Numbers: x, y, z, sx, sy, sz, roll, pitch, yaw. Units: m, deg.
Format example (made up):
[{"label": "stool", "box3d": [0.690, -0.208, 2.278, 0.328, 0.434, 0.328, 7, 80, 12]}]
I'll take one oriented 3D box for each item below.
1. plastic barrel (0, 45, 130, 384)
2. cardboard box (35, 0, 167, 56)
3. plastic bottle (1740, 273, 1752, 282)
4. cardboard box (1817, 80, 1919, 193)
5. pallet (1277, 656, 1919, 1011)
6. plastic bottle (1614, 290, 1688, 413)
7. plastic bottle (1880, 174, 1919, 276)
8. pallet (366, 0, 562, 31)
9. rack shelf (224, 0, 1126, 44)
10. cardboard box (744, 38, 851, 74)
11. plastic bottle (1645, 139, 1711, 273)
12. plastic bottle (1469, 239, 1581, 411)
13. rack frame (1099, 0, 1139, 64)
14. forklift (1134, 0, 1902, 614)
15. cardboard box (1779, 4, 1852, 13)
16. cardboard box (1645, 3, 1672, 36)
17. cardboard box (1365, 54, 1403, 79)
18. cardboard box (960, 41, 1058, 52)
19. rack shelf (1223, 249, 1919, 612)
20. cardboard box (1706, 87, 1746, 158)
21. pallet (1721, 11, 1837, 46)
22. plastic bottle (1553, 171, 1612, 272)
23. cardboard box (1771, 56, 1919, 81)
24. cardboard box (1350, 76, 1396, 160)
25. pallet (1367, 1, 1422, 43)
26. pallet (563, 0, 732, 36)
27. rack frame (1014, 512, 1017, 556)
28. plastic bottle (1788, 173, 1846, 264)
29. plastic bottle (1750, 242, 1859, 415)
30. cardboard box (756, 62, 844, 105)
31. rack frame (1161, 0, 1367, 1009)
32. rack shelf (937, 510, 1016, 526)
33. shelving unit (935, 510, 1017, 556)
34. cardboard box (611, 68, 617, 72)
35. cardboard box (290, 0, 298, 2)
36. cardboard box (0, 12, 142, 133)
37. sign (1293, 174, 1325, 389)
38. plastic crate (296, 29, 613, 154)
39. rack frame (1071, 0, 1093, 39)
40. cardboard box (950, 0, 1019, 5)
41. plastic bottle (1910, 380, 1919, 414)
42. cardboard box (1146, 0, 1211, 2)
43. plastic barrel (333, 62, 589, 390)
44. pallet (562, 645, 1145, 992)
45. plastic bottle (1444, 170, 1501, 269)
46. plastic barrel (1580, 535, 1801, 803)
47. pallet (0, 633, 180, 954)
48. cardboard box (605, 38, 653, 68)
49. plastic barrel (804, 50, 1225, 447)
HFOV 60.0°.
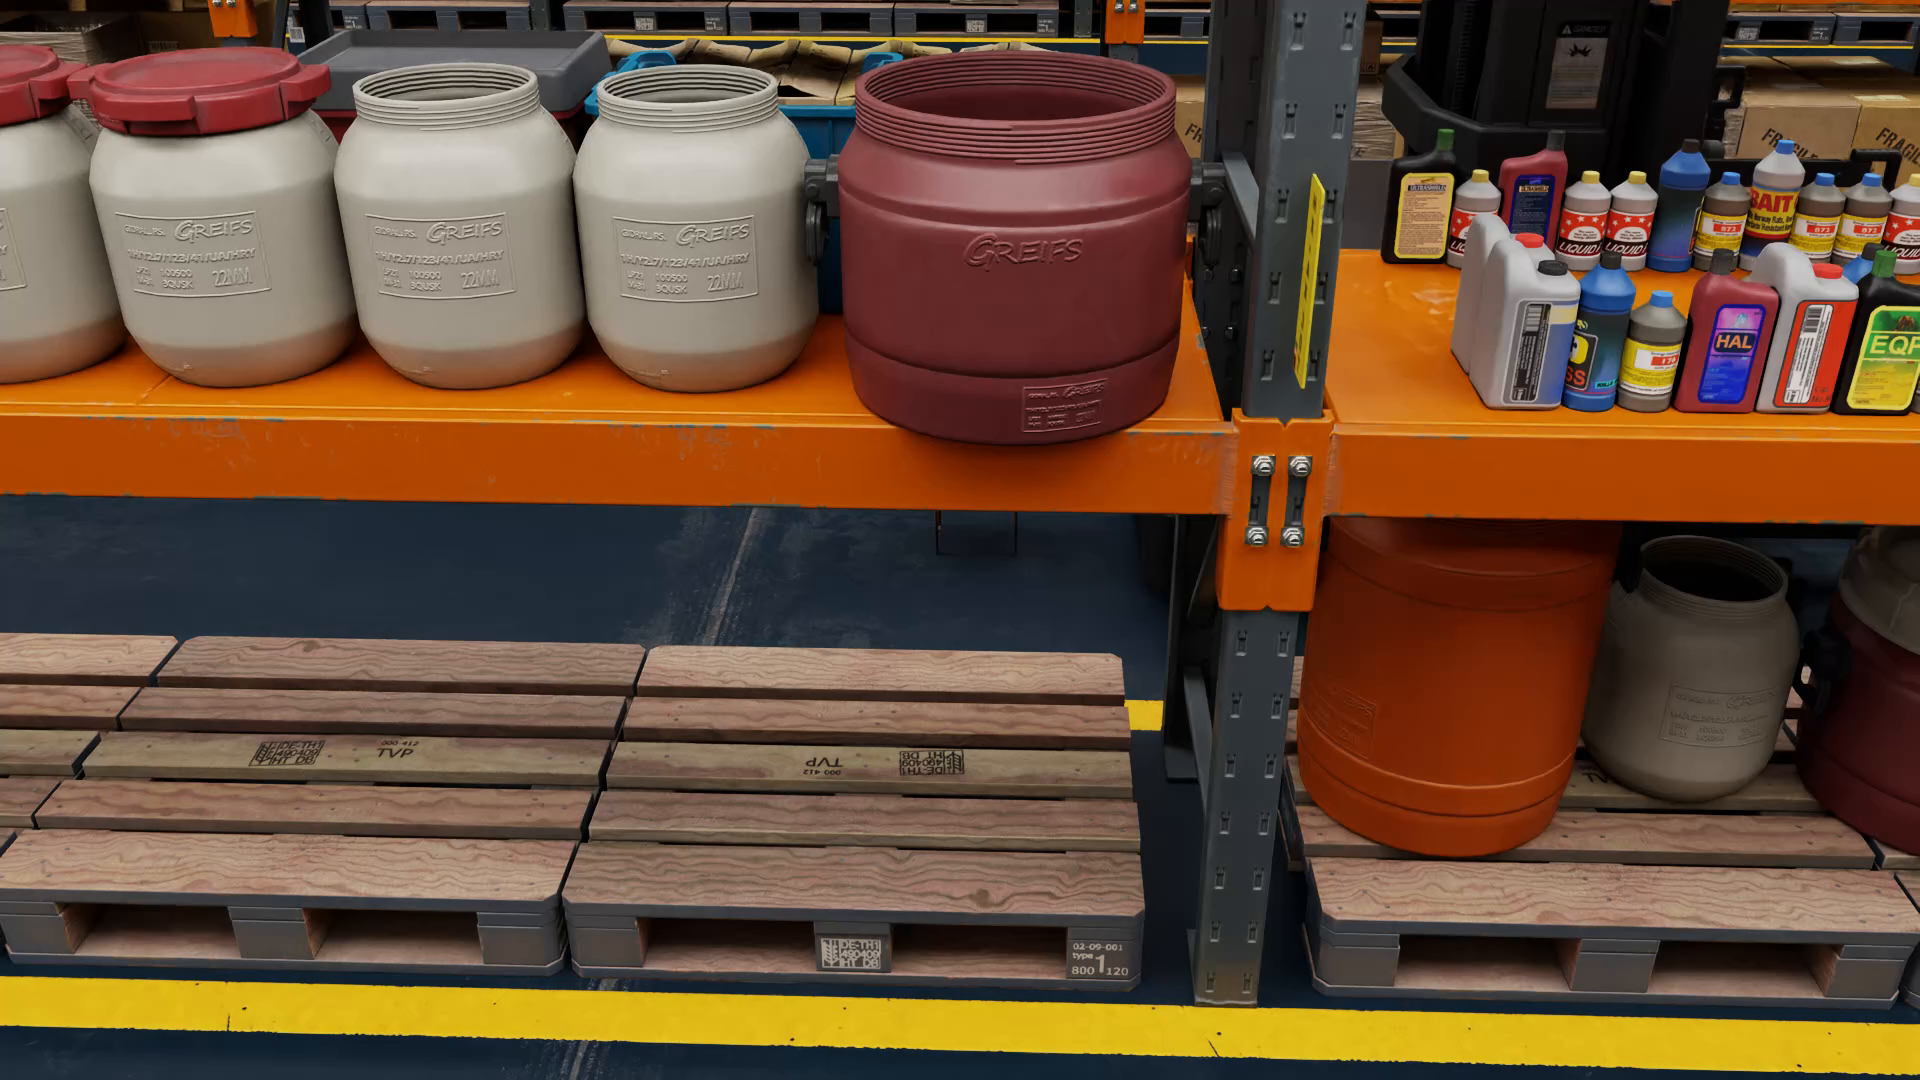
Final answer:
[{"label": "plastic barrel", "box3d": [-1.750, -0.590, 3.015, 0.433, 0.535, 0.433, 0, 28, 0]}, {"label": "cardboard box", "box3d": [-4.205, -2.439, 8.336, 0.500, 0.500, 0.500, 1, 28, 2]}, {"label": "plastic bottle", "box3d": [1.435, -0.399, 3.012, 0.097, 0.201, 0.097, 0, 28, 0]}, {"label": "cardboard box", "box3d": [4.239, -1.810, 7.662, 0.500, 0.500, 0.500, 1, 28, 2]}, {"label": "pallet", "box3d": [1.356, 0.631, 3.833, 1.213, 0.211, 1.003, 1, 28, 2]}, {"label": "plastic bottle", "box3d": [1.199, -0.332, 2.885, 0.097, 0.201, 0.097, 0, 28, 0]}, {"label": "plastic bottle", "box3d": [2.012, -0.674, 3.531, 0.097, 0.201, 0.097, 0, 28, 0]}, {"label": "pallet", "box3d": [-3.754, -4.060, 12.683, 1.213, 0.211, 1.003, 1, 28, 2]}, {"label": "rack shelf", "box3d": [-1.254, -2.628, 7.773, 4.000, 0.370, 1.077, 1, 28, 2]}, {"label": "cardboard box", "box3d": [-0.803, -2.291, 8.258, 0.500, 0.311, 0.500, 0, 28, 0]}, {"label": "plastic bottle", "box3d": [1.525, -0.713, 3.529, 0.097, 0.271, 0.097, 0, 28, 0]}, {"label": "plastic bottle", "box3d": [0.987, -0.381, 2.898, 0.135, 0.276, 0.152, 1, 28, 2]}, {"label": "rack frame", "box3d": [0.745, -2.913, 7.542, 0.127, 3.000, 1.000, 1, 28, 2]}, {"label": "forklift", "box3d": [2.064, -1.311, 4.593, 3.031, 2.935, 1.130, 1, 28, 1]}, {"label": "cardboard box", "box3d": [6.159, -4.176, 12.146, 0.500, 0.500, 0.700, 1, 28, 1]}, {"label": "cardboard box", "box3d": [3.268, -2.406, 7.985, 0.500, 0.250, 0.500, 1, 28, 2]}, {"label": "cardboard box", "box3d": [2.205, -2.088, 8.186, 0.500, 0.500, 0.500, 0, 28, 0]}, {"label": "cardboard box", "box3d": [0.232, -2.277, 8.232, 0.500, 0.311, 0.500, 2, 28, 4]}, {"label": "rack shelf", "box3d": [2.565, -0.243, 3.274, 4.000, 0.370, 1.077, 1, 28, 2]}, {"label": "cardboard box", "box3d": [3.244, -1.831, 7.701, 0.500, 0.500, 0.500, 1, 28, 2]}, {"label": "pallet", "box3d": [5.671, -3.884, 12.351, 1.213, 0.211, 1.003, 1, 28, 2]}, {"label": "plastic bottle", "box3d": [1.331, -0.685, 3.552, 0.097, 0.201, 0.097, 0, 28, 0]}, {"label": "cardboard box", "box3d": [4.267, -2.058, 8.130, 0.500, 0.500, 0.500, 0, 28, -1]}, {"label": "cardboard box", "box3d": [1.713, -1.855, 7.746, 0.500, 0.500, 0.500, 0, 28, 0]}, {"label": "pallet", "box3d": [2.917, -3.930, 12.437, 1.213, 0.211, 1.003, 1, 28, 2]}, {"label": "pallet", "box3d": [-2.304, -4.053, 12.671, 1.213, 0.211, 1.003, 1, 28, 2]}, {"label": "rack frame", "box3d": [0.175, -0.461, 4.999, 0.008, 1.050, 0.200, 1, 28, 2]}, {"label": "plastic bottle", "box3d": [1.817, -0.677, 3.537, 0.097, 0.201, 0.097, 0, 28, 0]}, {"label": "plastic bottle", "box3d": [1.450, -0.373, 2.884, 0.135, 0.276, 0.152, 1, 28, 2]}, {"label": "cardboard box", "box3d": [-0.811, -2.040, 7.784, 0.500, 0.311, 0.500, 1, 28, 1]}, {"label": "rack frame", "box3d": [0.566, -0.594, 3.168, 0.127, 3.000, 1.000, 1, 28, 2]}, {"label": "rack shelf", "box3d": [0.053, -0.208, 5.138, 0.240, 0.259, 0.215, 1, 28, 2]}, {"label": "shelving unit", "box3d": [0.053, -0.463, 5.002, 0.252, 1.050, 0.215, 1, 28, 2]}, {"label": "cardboard box", "box3d": [-1.831, -2.055, 7.813, 0.500, 0.311, 0.500, 0, 28, 0]}, {"label": "cardboard box", "box3d": [-5.090, -4.355, 12.462, 0.500, 0.500, 0.700, -1, 28, -1]}, {"label": "cardboard box", "box3d": [-4.223, -2.200, 7.884, 0.500, 0.500, 0.500, 1, 28, 2]}, {"label": "sign", "box3d": [0.554, -0.409, 2.644, 0.005, 0.325, 0.100, 1, 28, 2]}, {"label": "plastic crate", "box3d": [-1.038, -0.792, 3.474, 0.583, 0.464, 0.402, 1, 28, 2]}, {"label": "rack frame", "box3d": [0.916, -5.231, 11.916, 0.127, 3.000, 1.000, 1, 28, 2]}, {"label": "cardboard box", "box3d": [0.194, -4.309, 12.375, 0.500, 0.500, 0.700, 1, 28, 3]}, {"label": "plastic bottle", "box3d": [1.698, -0.323, 2.869, 0.097, 0.201, 0.097, 0, 28, 0]}, {"label": "cardboard box", "box3d": [1.646, -4.393, 12.182, 0.750, 0.750, 0.750, 1, 28, 1]}, {"label": "plastic barrel", "box3d": [-0.890, -0.567, 2.999, 0.421, 0.512, 0.421, 0, 28, 0]}, {"label": "pallet", "box3d": [-0.207, 0.607, 3.880, 1.213, 0.211, 1.003, 1, 28, 2]}, {"label": "plastic bottle", "box3d": [1.100, -0.689, 3.559, 0.097, 0.201, 0.097, 0, 28, 0]}, {"label": "plastic barrel", "box3d": [1.623, 0.287, 3.714, 0.421, 0.512, 0.421, 0, 28, 0]}, {"label": "pallet", "box3d": [-2.645, 0.567, 3.956, 1.213, 0.211, 1.003, 1, 28, 2]}, {"label": "cardboard box", "box3d": [-1.819, -2.310, 8.293, 0.500, 0.311, 0.500, 1, 28, 2]}, {"label": "plastic barrel", "box3d": [0.092, -0.520, 2.883, 0.708, 0.536, 0.600, 1, 28, 2]}]
